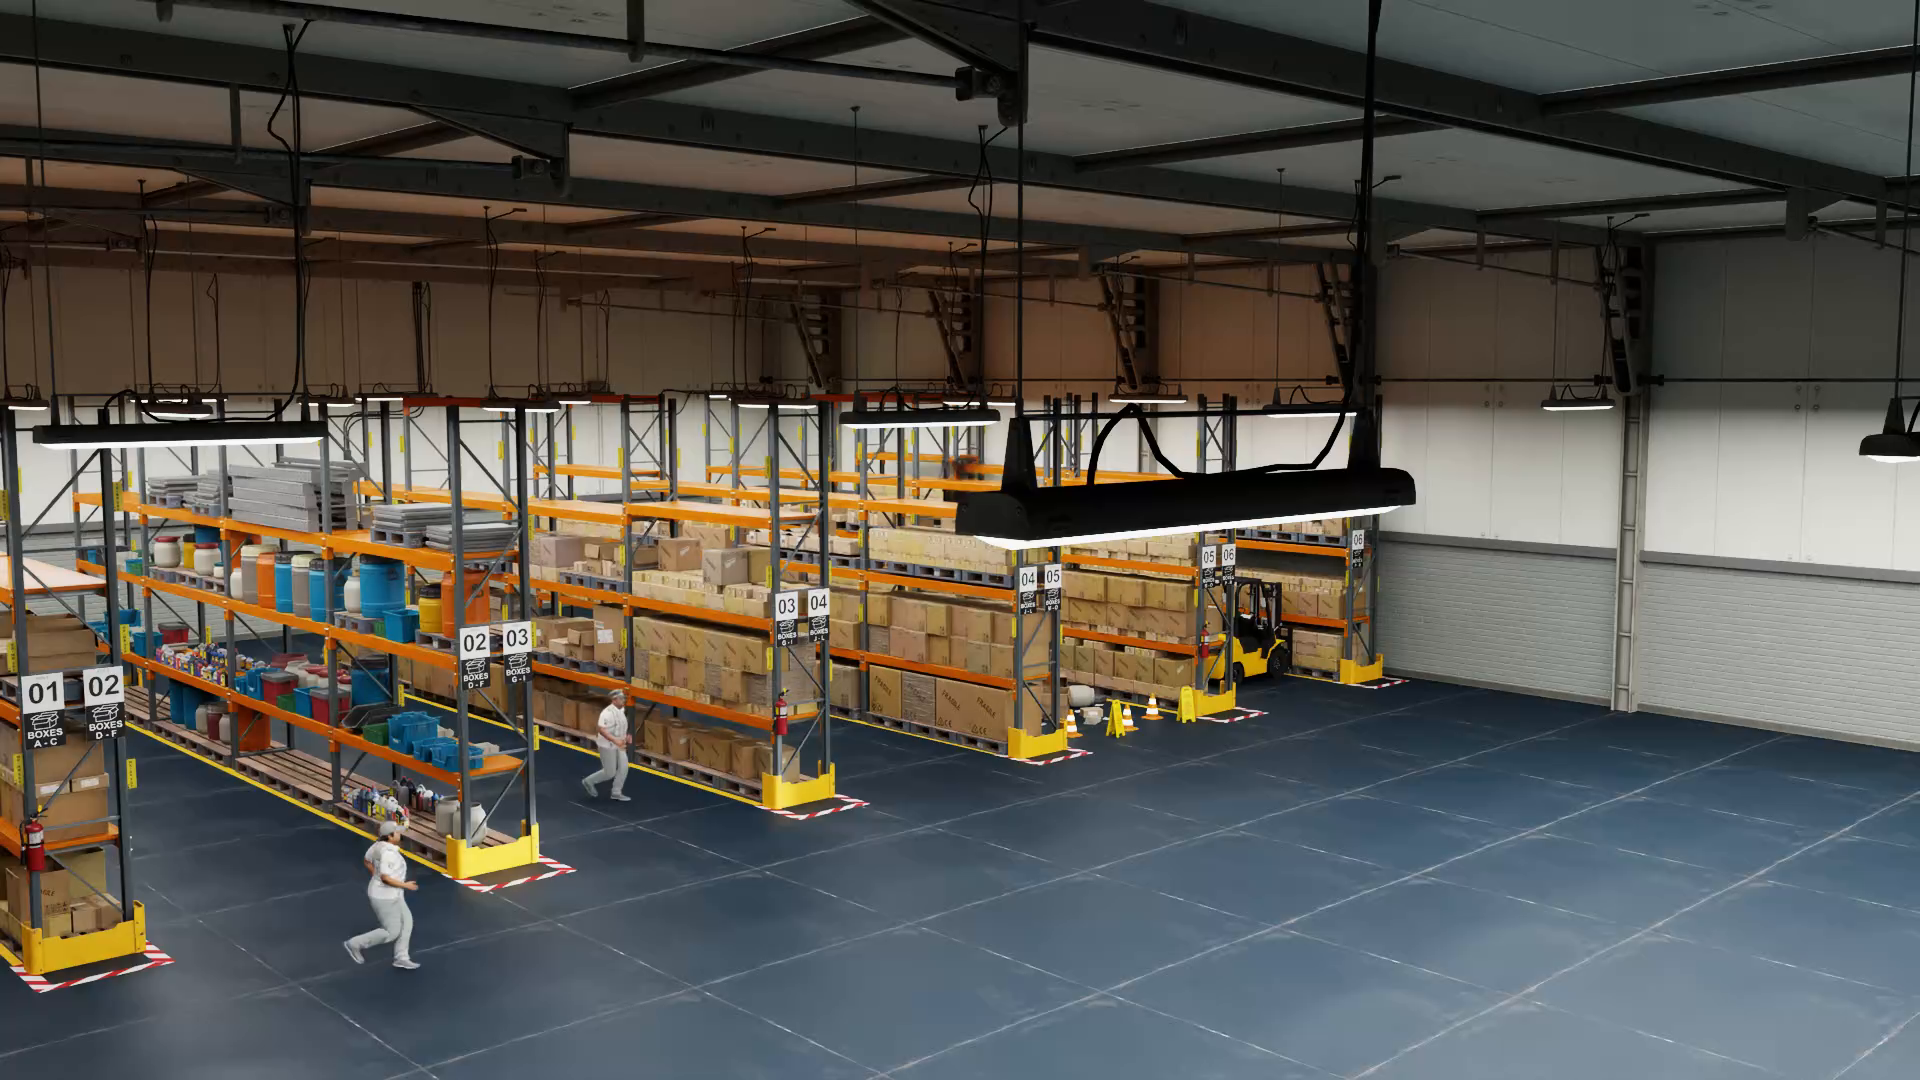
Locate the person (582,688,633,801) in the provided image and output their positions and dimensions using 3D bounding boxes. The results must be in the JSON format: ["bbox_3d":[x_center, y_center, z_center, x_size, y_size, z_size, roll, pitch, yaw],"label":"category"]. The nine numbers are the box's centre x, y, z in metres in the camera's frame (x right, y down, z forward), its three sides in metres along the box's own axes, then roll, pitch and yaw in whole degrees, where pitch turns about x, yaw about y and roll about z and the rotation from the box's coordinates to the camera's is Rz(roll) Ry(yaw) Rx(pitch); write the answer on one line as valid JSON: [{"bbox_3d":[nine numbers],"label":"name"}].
[{"bbox_3d":[-5.313,3.066,24.997,0.758,1.730,0.664,2,6,20],"label":"person"}]

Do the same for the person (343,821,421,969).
[{"bbox_3d":[-6.192,3.832,17.767,0.786,1.649,0.621,-3,6,-25],"label":"person"}]

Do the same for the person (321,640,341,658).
[{"bbox_3d":[-14.061,1.889,37.370,0.621,1.655,0.580,-2,6,-17],"label":"person"}]
